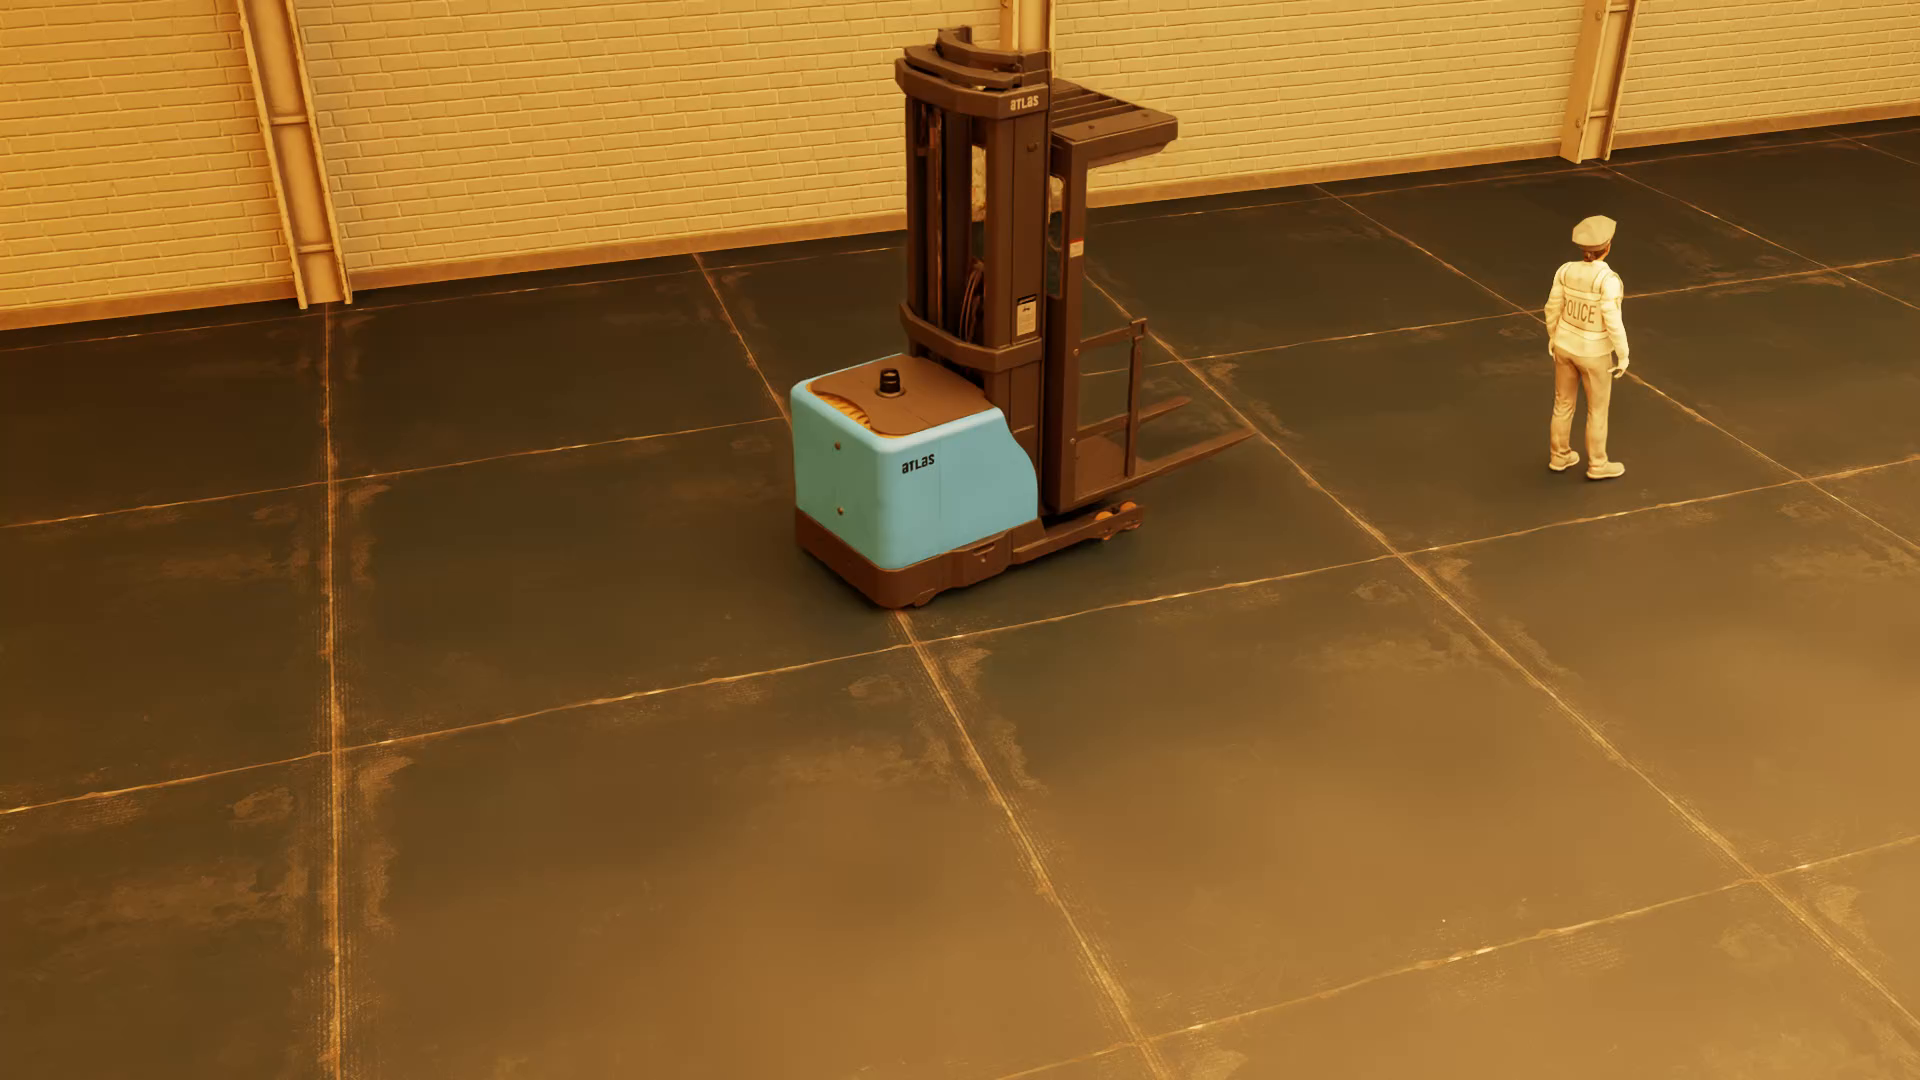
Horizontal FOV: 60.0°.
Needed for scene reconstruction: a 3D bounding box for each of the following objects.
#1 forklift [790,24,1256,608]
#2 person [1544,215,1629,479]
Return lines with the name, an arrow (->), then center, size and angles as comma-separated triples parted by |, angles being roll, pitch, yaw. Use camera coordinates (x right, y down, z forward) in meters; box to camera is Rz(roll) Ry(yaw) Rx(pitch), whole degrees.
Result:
forklift -> 0.509, -1.467, 9.636 | 3.031, 2.935, 1.130 | -20, 36, -31
person -> 3.947, -1.210, 10.419 | 0.526, 1.698, 0.578 | -19, 35, -30
